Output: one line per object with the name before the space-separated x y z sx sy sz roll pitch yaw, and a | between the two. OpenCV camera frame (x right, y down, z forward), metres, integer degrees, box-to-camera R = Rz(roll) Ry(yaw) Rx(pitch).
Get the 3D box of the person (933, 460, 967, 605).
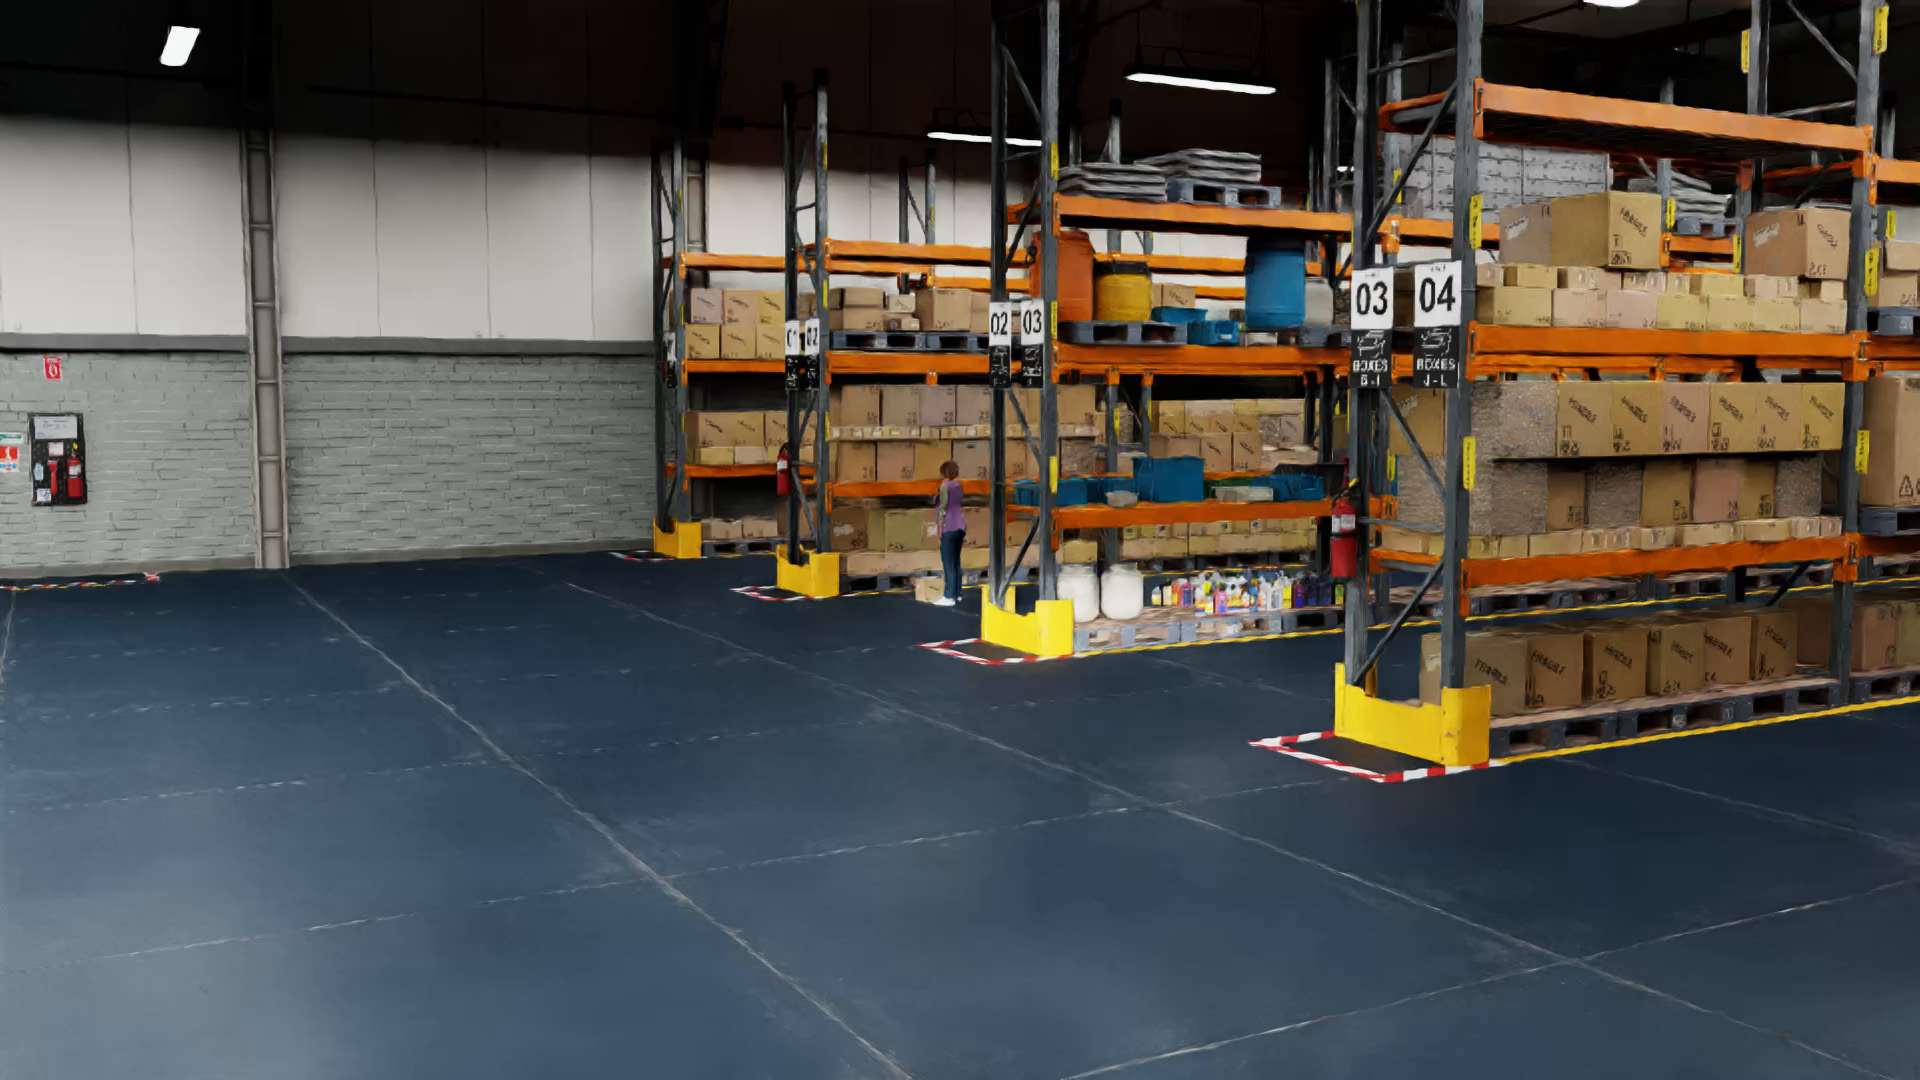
person | -0.120 -0.088 18.371 0.365 1.600 0.469 3 6 33
